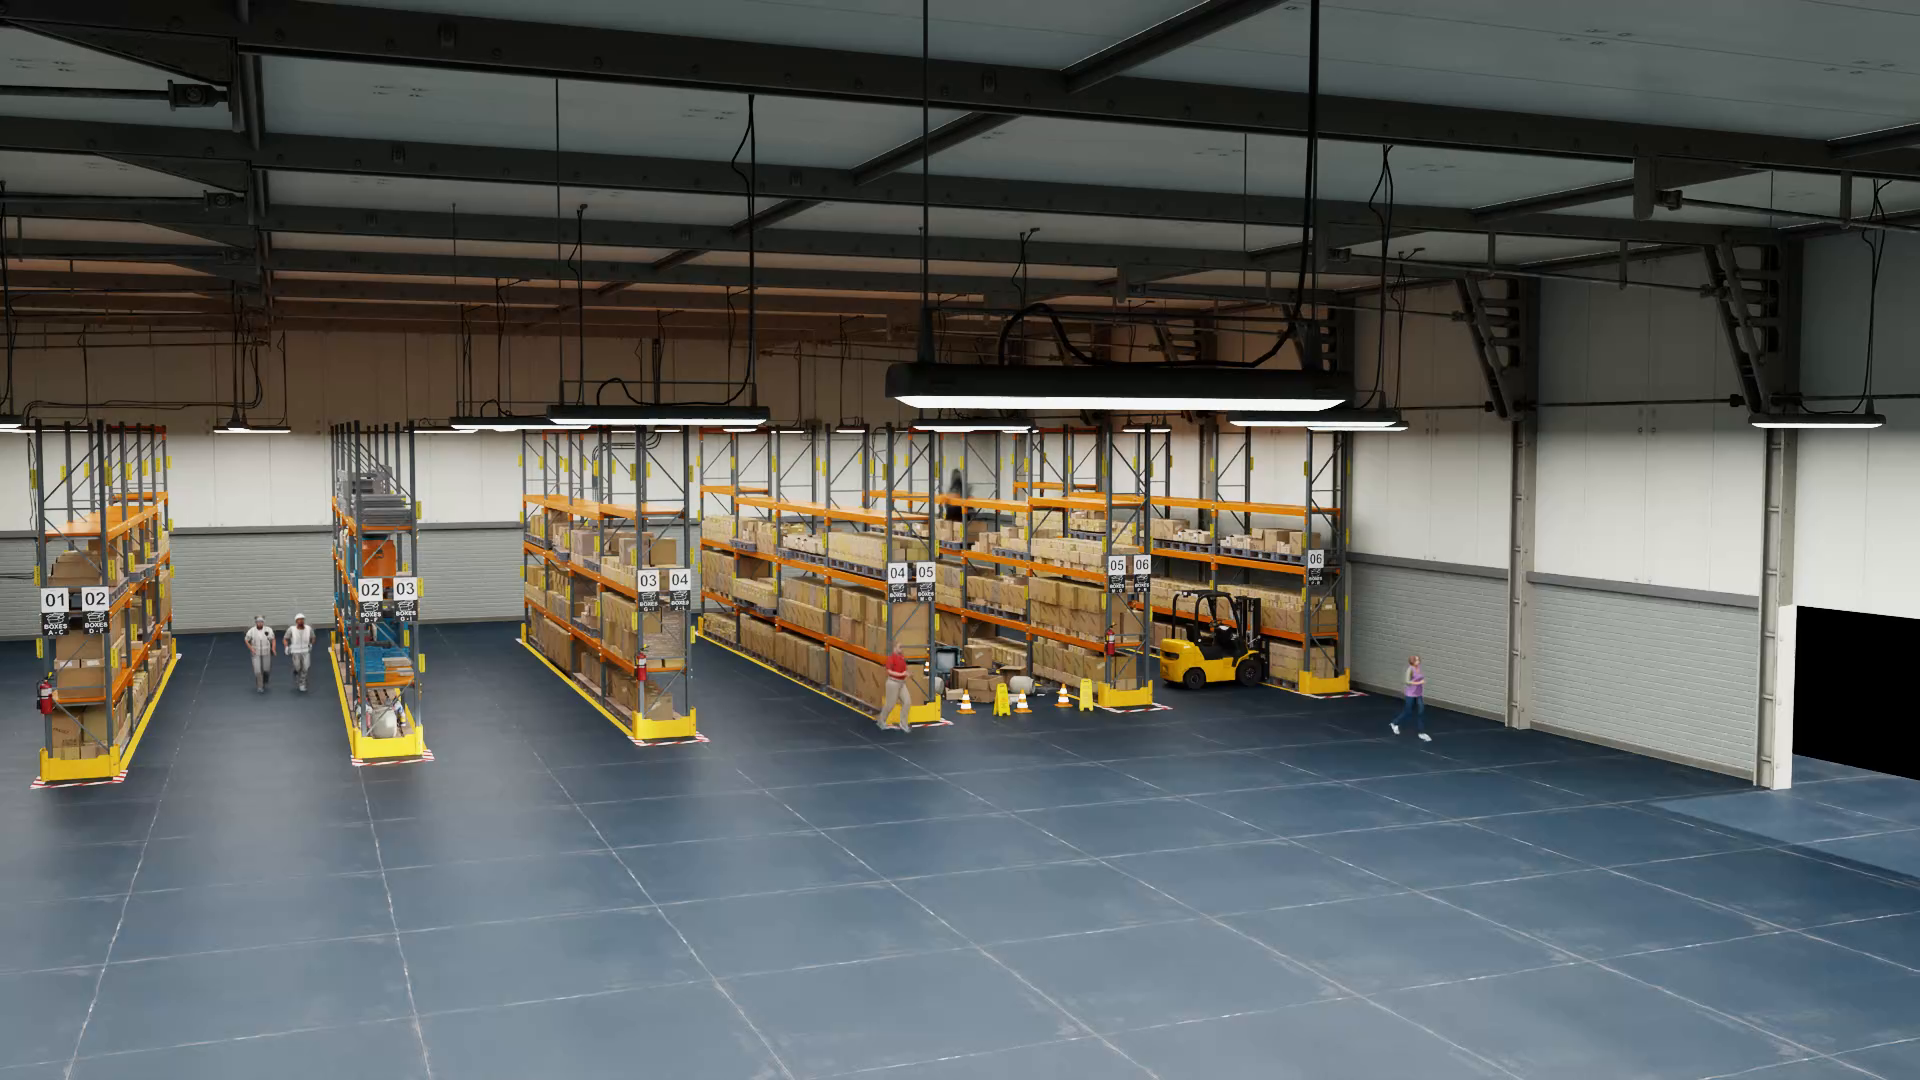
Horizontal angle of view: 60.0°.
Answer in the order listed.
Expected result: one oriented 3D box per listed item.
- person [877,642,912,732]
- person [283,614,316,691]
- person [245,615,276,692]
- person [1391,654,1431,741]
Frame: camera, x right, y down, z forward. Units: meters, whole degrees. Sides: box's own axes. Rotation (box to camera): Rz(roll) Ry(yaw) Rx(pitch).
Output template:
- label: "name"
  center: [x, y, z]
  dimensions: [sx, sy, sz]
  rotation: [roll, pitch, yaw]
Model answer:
- label: "person"
  center: [-1.234, 2.872, 32.189]
  dimensions: [0.786, 1.821, 0.684]
  rotation: [2, 4, 30]
- label: "person"
  center: [-14.818, 2.524, 37.386]
  dimensions: [0.691, 1.734, 0.597]
  rotation: [-2, 4, -31]
- label: "person"
  center: [-15.711, 2.535, 37.364]
  dimensions: [0.648, 1.729, 0.636]
  rotation: [-2, 4, -28]
- label: "person"
  center: [8.509, 2.944, 31.325]
  dimensions: [0.553, 1.593, 0.859]
  rotation: [-3, 5, -39]
